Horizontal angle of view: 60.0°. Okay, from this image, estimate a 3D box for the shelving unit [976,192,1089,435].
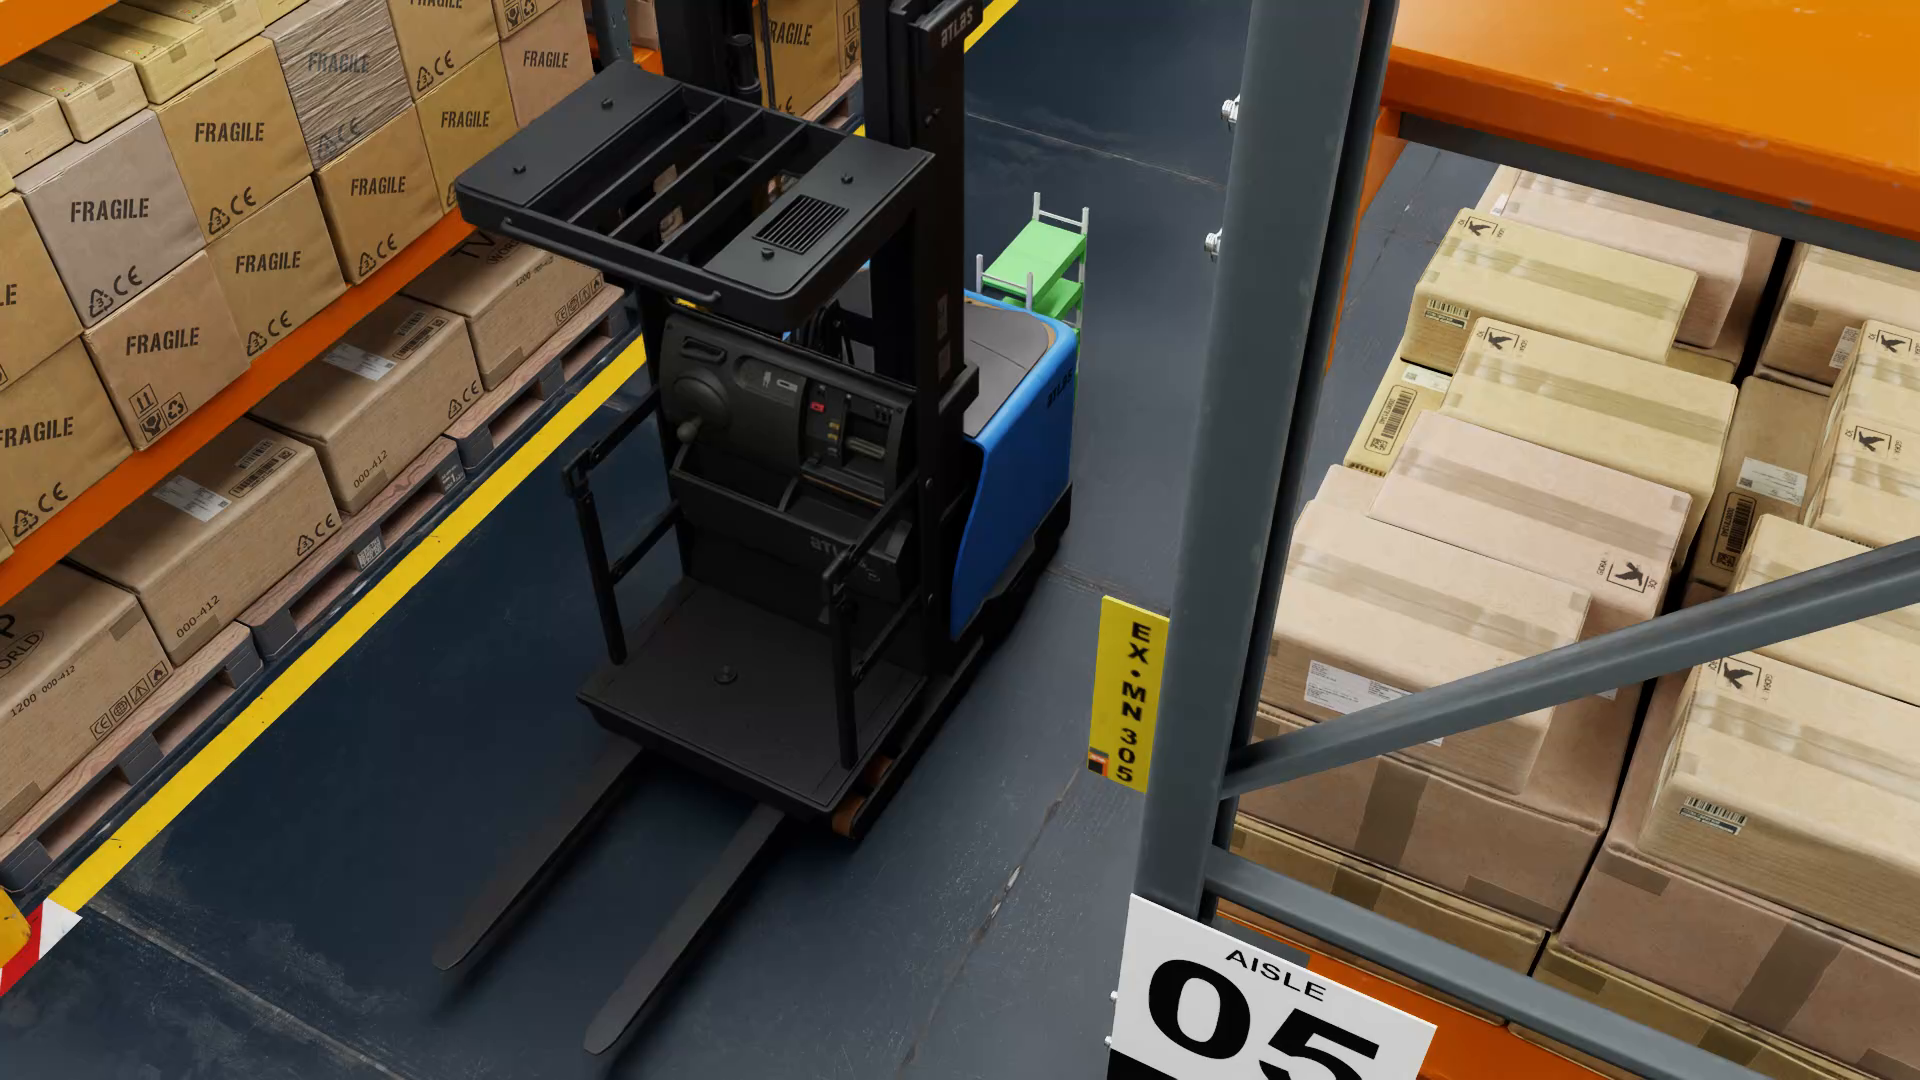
[{"bbox_3d":[0.291,-0.790,6.967,0.258,1.200,0.503,21,49,20],"label":"shelving unit"}]

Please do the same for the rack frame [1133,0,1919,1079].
[{"bbox_3d":[0.690,-0.353,1.052,1.000,3.000,0.127,20,49,19],"label":"rack frame"}]

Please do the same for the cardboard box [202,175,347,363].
[{"bbox_3d":[-2.584,-1.021,5.860,0.500,0.500,0.500,22,49,20],"label":"cardboard box"}]

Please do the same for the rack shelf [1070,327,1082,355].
[{"bbox_3d":[0.291,-0.745,7.013,0.258,0.148,0.480,21,49,20],"label":"rack shelf"}]

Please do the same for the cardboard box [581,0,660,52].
[{"bbox_3d":[-1.447,-2.472,7.469,0.500,0.250,0.500,19,48,18],"label":"cardboard box"}]

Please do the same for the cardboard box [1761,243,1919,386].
[{"bbox_3d":[1.506,-0.342,2.624,0.380,0.149,0.250,22,49,20],"label":"cardboard box"}]

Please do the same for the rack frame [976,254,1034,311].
[{"bbox_3d":[0.173,-0.638,6.817,0.240,1.200,0.015,21,49,20],"label":"rack frame"}]

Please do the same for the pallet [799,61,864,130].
[{"bbox_3d":[-1.028,-2.637,9.488,1.003,0.211,1.213,20,49,19],"label":"pallet"}]

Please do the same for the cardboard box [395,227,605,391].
[{"bbox_3d":[-2.271,-1.221,7.634,0.875,0.438,0.875,20,49,19],"label":"cardboard box"}]

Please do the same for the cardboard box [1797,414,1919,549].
[{"bbox_3d":[1.367,0.008,2.278,0.380,0.149,0.250,20,49,19],"label":"cardboard box"}]

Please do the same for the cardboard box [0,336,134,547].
[{"bbox_3d":[-3.054,-0.385,5.231,0.500,0.500,0.500,20,49,19],"label":"cardboard box"}]

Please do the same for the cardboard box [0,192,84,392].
[{"bbox_3d":[-3.033,-0.737,4.877,0.500,0.500,0.500,19,48,18],"label":"cardboard box"}]

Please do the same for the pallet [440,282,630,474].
[{"bbox_3d":[-2.307,-0.901,7.772,1.003,0.211,1.213,20,49,19],"label":"pallet"}]

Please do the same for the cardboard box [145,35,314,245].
[{"bbox_3d":[-2.570,-1.379,5.510,0.500,0.500,0.500,21,49,19],"label":"cardboard box"}]

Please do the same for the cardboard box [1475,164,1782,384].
[{"bbox_3d":[1.155,-0.440,3.001,0.500,0.250,0.500,21,49,20],"label":"cardboard box"}]

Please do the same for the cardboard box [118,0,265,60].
[{"bbox_3d":[-2.496,-1.706,5.378,0.380,0.149,0.250,20,49,19],"label":"cardboard box"}]

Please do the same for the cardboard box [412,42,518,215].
[{"bbox_3d":[-2.107,-1.667,6.498,0.500,0.500,0.500,19,48,18],"label":"cardboard box"}]

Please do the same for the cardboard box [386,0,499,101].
[{"bbox_3d":[-2.102,-2.016,6.140,0.500,0.500,0.500,20,49,18],"label":"cardboard box"}]

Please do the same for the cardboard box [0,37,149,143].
[{"bbox_3d":[-2.716,-1.374,5.050,0.380,0.149,0.250,21,49,19],"label":"cardboard box"}]

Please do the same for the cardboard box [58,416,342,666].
[{"bbox_3d":[-3.106,-0.090,6.516,0.875,0.438,0.875,22,49,20],"label":"cardboard box"}]

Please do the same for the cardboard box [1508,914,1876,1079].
[{"bbox_3d":[1.125,0.556,2.368,0.500,0.250,0.500,22,49,20],"label":"cardboard box"}]

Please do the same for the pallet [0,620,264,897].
[{"bbox_3d":[-3.440,0.636,6.253,1.003,0.211,1.213,20,49,19],"label":"pallet"}]

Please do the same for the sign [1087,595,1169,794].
[{"bbox_3d":[0.208,0.194,1.997,0.100,0.325,0.005,20,49,19],"label":"sign"}]

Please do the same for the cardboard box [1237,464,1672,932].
[{"bbox_3d":[0.678,0.204,2.364,0.500,0.250,0.500,19,48,18],"label":"cardboard box"}]

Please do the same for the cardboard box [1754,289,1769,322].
[{"bbox_3d":[1.850,-0.425,3.337,0.500,0.250,0.500,20,49,19],"label":"cardboard box"}]

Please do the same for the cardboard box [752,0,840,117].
[{"bbox_3d":[-1.255,-2.724,8.812,0.875,0.875,0.875,22,49,20],"label":"cardboard box"}]

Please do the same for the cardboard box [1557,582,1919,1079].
[{"bbox_3d":[1.128,0.382,2.189,0.500,0.250,0.500,21,49,20],"label":"cardboard box"}]

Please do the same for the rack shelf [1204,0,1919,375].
[{"bbox_3d":[1.618,-1.359,2.554,1.077,0.370,4.000,20,49,19],"label":"rack shelf"}]

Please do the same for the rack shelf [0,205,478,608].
[{"bbox_3d":[-2.813,-0.822,6.239,1.077,0.370,4.000,20,49,19],"label":"rack shelf"}]

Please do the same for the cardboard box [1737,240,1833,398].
[{"bbox_3d":[1.610,-0.256,2.819,0.500,0.250,0.500,21,49,19],"label":"cardboard box"}]

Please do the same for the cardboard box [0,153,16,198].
[{"bbox_3d":[-2.944,-1.048,4.727,0.380,0.149,0.250,19,48,18],"label":"cardboard box"}]

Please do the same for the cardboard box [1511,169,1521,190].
[{"bbox_3d":[1.206,-0.664,2.942,0.380,0.149,0.250,21,49,20],"label":"cardboard box"}]

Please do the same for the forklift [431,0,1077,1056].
[{"bbox_3d":[-0.687,-0.337,5.302,1.130,2.935,3.031,21,49,20],"label":"forklift"}]

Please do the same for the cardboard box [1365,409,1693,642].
[{"bbox_3d":[0.766,0.002,2.284,0.380,0.149,0.250,21,49,20],"label":"cardboard box"}]

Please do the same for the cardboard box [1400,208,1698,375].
[{"bbox_3d":[0.930,-0.355,2.637,0.380,0.149,0.250,21,49,20],"label":"cardboard box"}]

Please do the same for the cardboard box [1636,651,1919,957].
[{"bbox_3d":[1.042,0.310,1.980,0.380,0.149,0.250,20,49,19],"label":"cardboard box"}]

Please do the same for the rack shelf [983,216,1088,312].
[{"bbox_3d":[0.291,-1.083,6.671,0.258,0.148,0.480,21,49,20],"label":"rack shelf"}]
